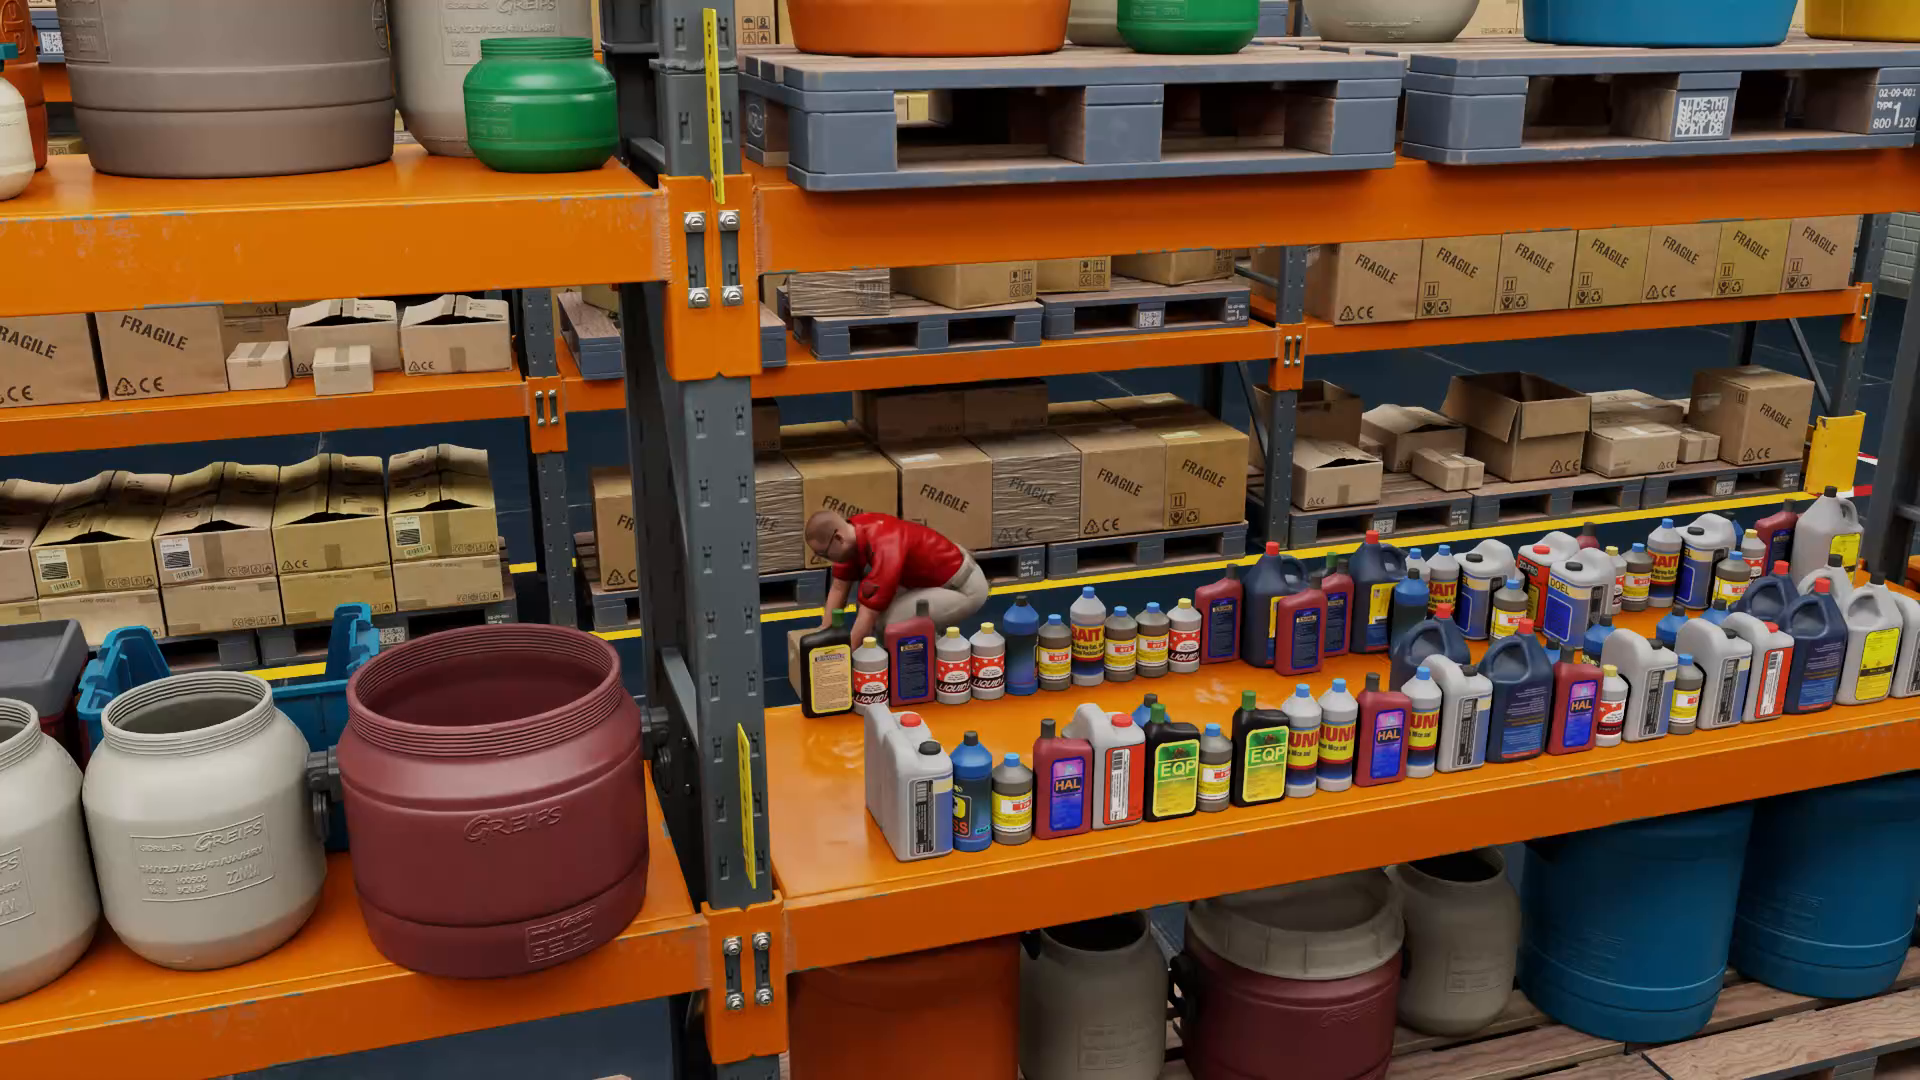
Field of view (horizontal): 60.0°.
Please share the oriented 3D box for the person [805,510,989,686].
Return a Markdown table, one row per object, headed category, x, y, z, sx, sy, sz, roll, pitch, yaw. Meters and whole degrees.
| category | x | y | z | sx | sy | sz | roll | pitch | yaw |
| --- | --- | --- | --- | --- | --- | --- | --- | --- | --- |
| person | -0.303 | 0.244 | 7.688 | 0.879 | 0.887 | 0.561 | -6 | 20 | -17 |
